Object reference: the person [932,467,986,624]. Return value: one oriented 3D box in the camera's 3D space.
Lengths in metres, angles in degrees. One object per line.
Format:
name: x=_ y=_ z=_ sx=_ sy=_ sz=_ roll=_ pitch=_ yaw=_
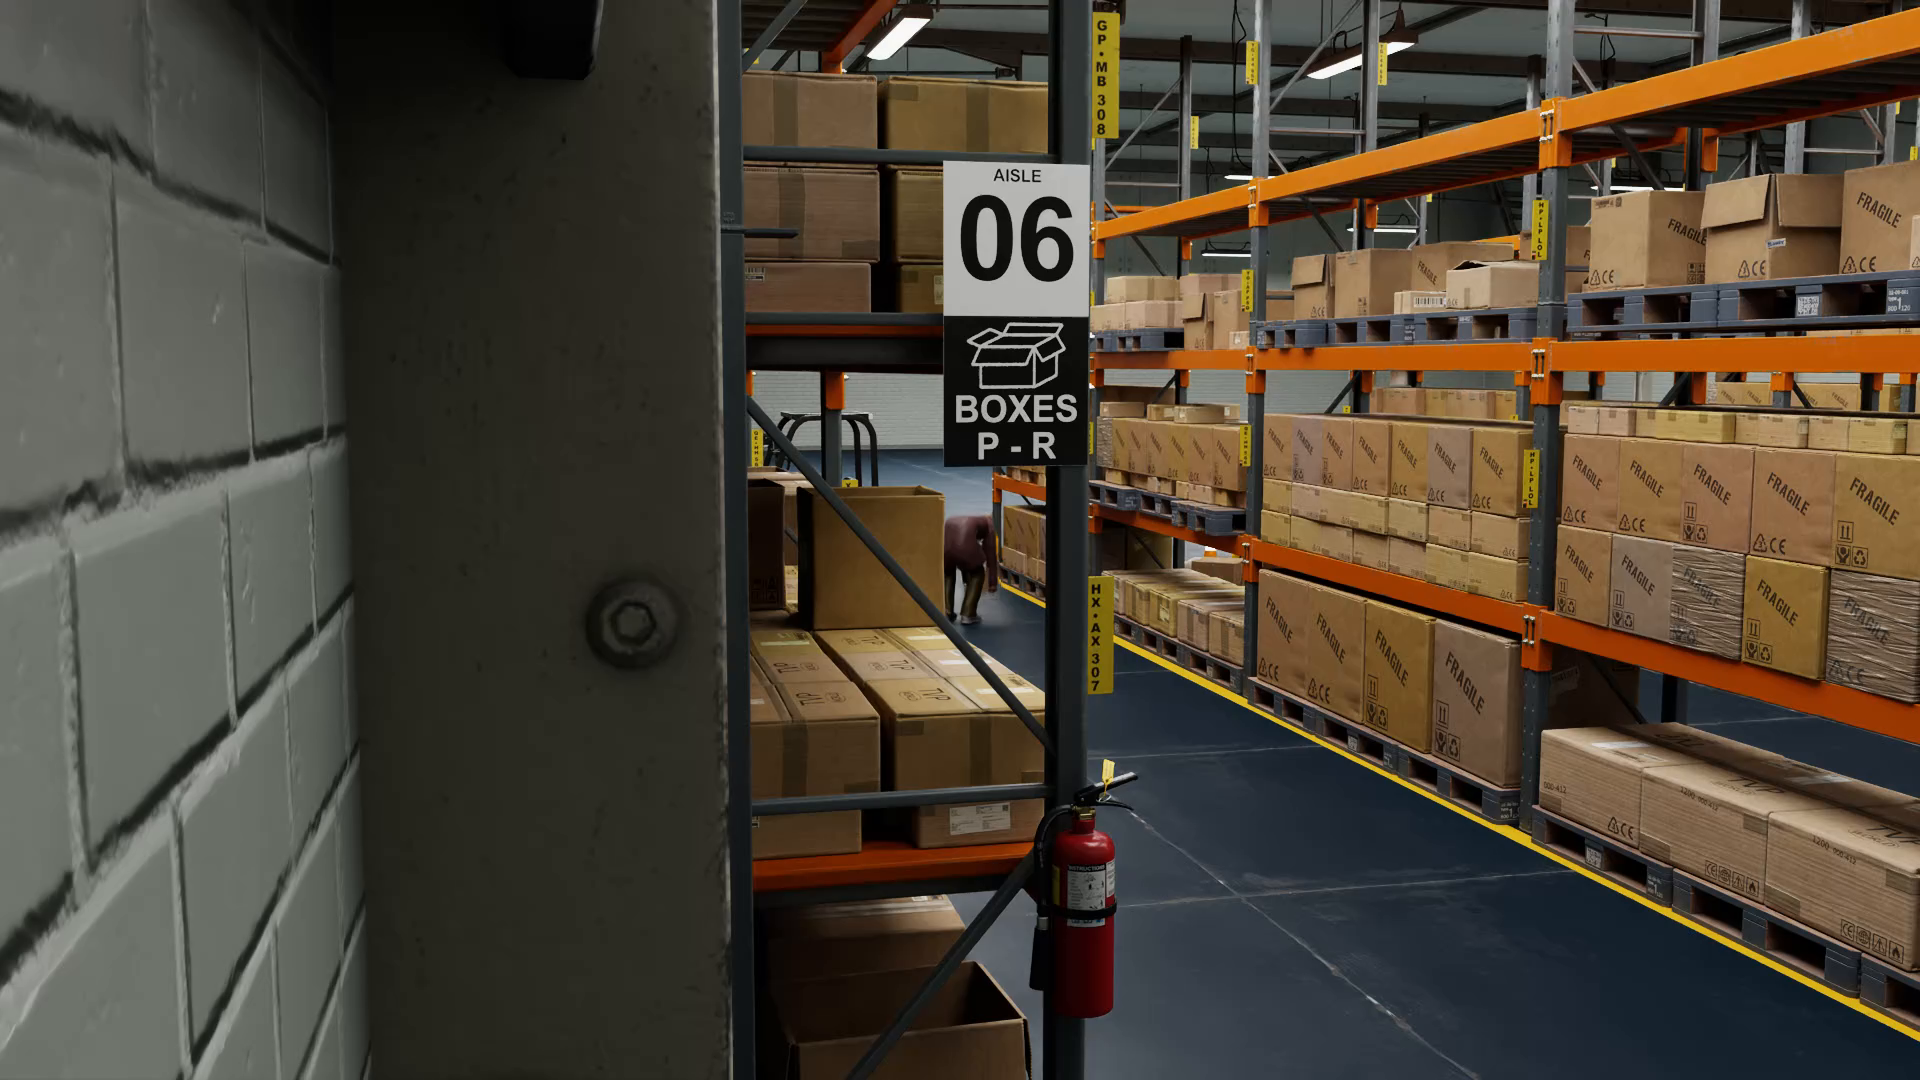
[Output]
person: x=0.021 y=-0.027 z=17.398 sx=0.526 sy=1.776 sz=0.553 roll=3 pitch=7 yaw=25
